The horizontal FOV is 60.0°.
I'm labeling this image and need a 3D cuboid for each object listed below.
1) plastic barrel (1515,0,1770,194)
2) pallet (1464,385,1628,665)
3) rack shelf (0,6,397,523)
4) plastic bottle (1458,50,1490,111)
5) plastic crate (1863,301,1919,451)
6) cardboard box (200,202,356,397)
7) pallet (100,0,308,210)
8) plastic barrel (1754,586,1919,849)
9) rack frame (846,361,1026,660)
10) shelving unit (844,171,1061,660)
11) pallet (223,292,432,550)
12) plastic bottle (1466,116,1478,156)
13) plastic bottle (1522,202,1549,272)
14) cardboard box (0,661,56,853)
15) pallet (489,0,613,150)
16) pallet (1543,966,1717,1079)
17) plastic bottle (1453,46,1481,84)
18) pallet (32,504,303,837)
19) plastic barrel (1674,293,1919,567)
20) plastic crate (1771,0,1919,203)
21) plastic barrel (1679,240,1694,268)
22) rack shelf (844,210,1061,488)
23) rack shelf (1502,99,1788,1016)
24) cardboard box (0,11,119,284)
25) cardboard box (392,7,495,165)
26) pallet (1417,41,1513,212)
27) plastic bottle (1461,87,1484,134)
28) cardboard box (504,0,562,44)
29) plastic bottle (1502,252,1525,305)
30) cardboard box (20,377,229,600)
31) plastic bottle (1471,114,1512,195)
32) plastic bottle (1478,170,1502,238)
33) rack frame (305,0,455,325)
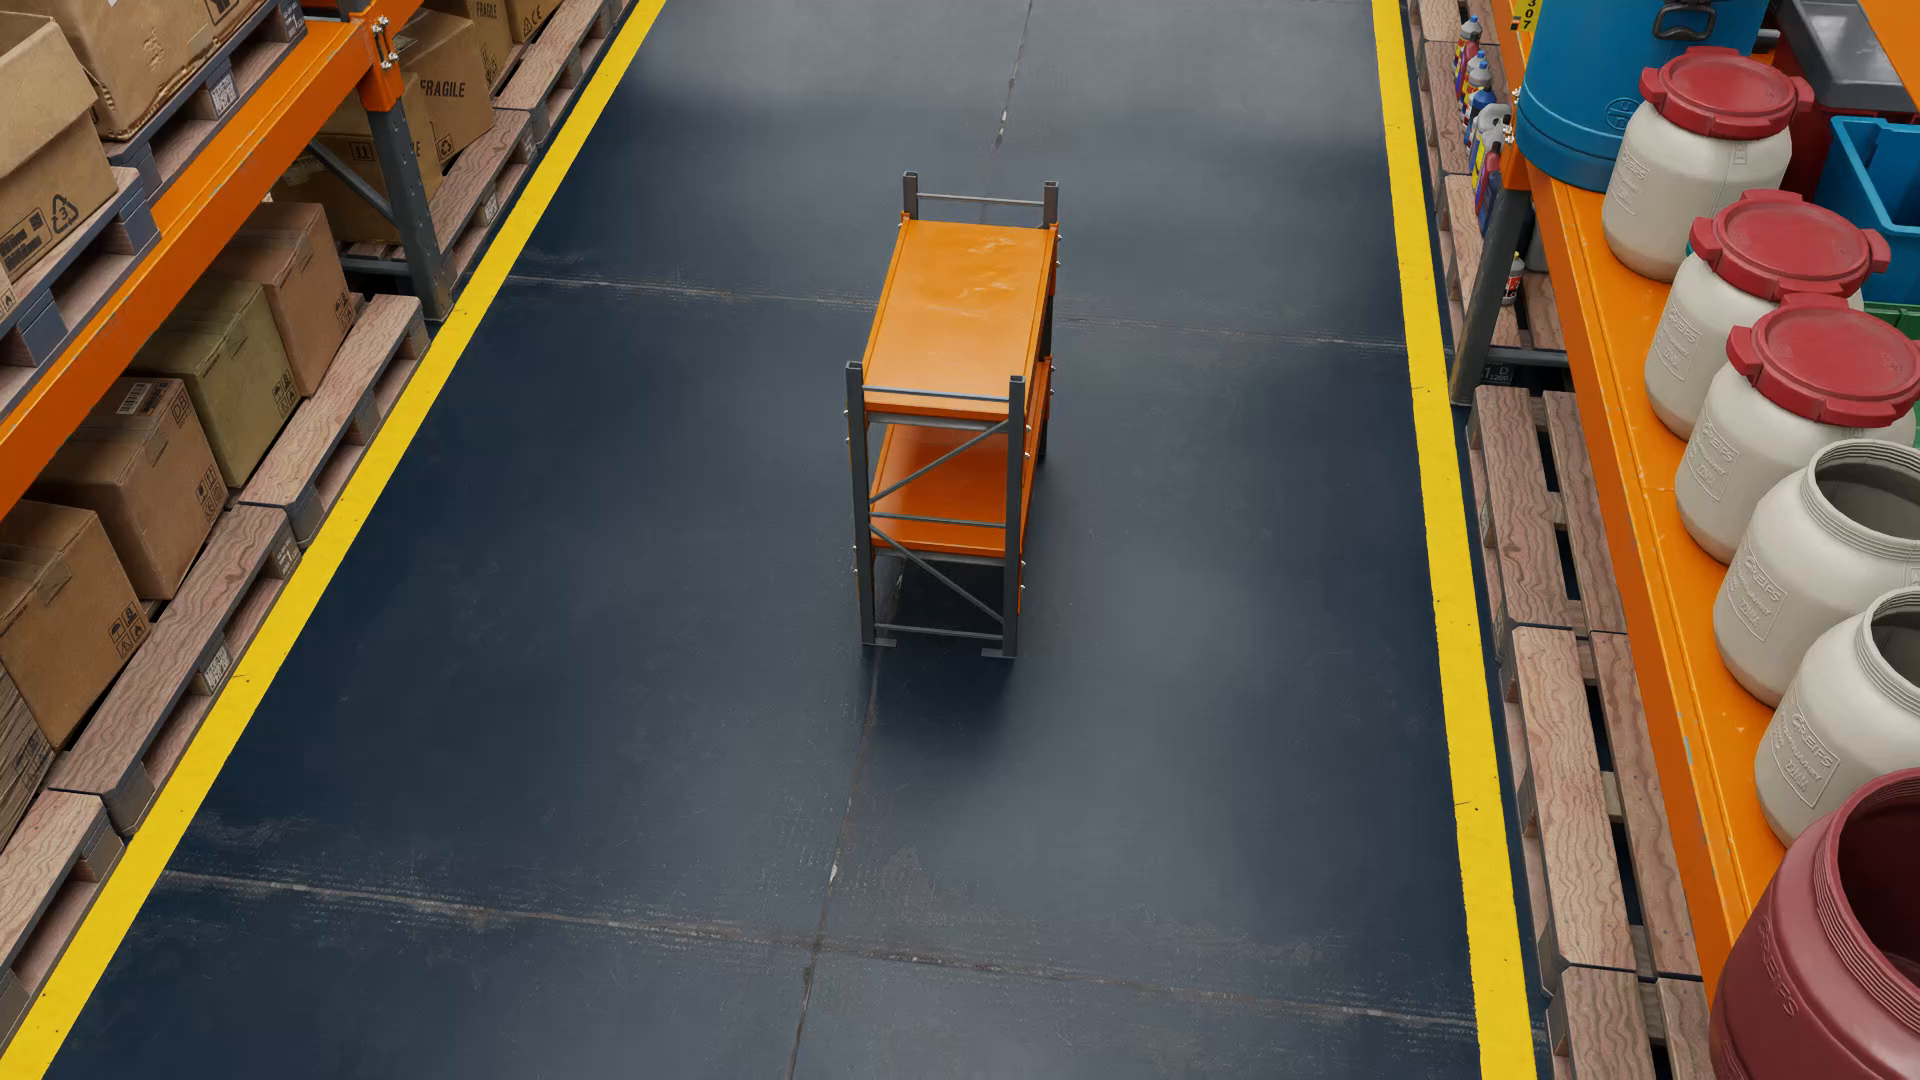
[{"bbox_3d":[2.003,-1.536,4.826,0.600,0.901,0.708,5,44,6],"label":"plastic barrel"},{"bbox_3d":[2.289,-0.038,5.637,1.003,0.211,1.213,5,44,6],"label":"pallet"},{"bbox_3d":[-2.819,-0.416,4.531,1.077,0.370,4.000,5,44,6],"label":"rack shelf"},{"bbox_3d":[2.290,-2.044,7.391,0.097,0.271,0.097,0,43,0],"label":"plastic bottle"},{"bbox_3d":[2.404,-0.300,4.039,0.450,0.188,0.662,5,44,6],"label":"plastic crate"},{"bbox_3d":[-2.657,-0.875,5.991,0.700,0.500,0.500,2,43,2],"label":"cardboard box"},{"bbox_3d":[-2.800,-1.463,5.253,1.003,0.211,1.213,5,44,6],"label":"pallet"},{"bbox_3d":[1.750,0.375,3.091,0.421,0.512,0.421,0,43,0],"label":"plastic barrel"},{"bbox_3d":[-0.068,-0.057,4.992,0.500,1.125,0.032,5,44,6],"label":"rack frame"},{"bbox_3d":[-0.001,-0.404,5.358,0.538,1.125,1.048,5,44,6],"label":"shelving unit"},{"bbox_3d":[-2.656,-0.497,6.121,1.003,0.211,1.213,5,44,6],"label":"pallet"},{"bbox_3d":[2.236,-1.743,7.124,0.097,0.201,0.097,0,43,0],"label":"plastic bottle"},{"bbox_3d":[2.297,-1.240,6.484,0.144,0.351,0.185,5,44,6],"label":"plastic bottle"},{"bbox_3d":[-2.954,0.596,4.436,0.700,0.500,0.500,2,43,2],"label":"cardboard box"},{"bbox_3d":[-2.342,-2.322,8.049,1.003,0.211,1.213,5,44,6],"label":"pallet"},{"bbox_3d":[1.967,1.625,3.881,1.003,0.211,1.213,5,44,6],"label":"pallet"},{"bbox_3d":[2.321,-2.181,7.588,0.097,0.201,0.097,0,43,0],"label":"plastic bottle"},{"bbox_3d":[-2.815,0.337,5.240,1.003,0.211,1.213,5,44,6],"label":"pallet"},{"bbox_3d":[1.857,-0.212,3.693,0.433,0.535,0.433,0,43,0],"label":"plastic barrel"},{"bbox_3d":[2.594,-1.255,4.847,0.402,0.464,0.583,5,44,6],"label":"plastic crate"},{"bbox_3d":[2.028,-0.651,4.357,0.301,0.262,0.301,0,43,0],"label":"plastic barrel"},{"bbox_3d":[-0.001,-0.616,5.157,0.538,0.278,1.000,5,44,6],"label":"rack shelf"},{"bbox_3d":[2.090,0.035,4.055,1.077,0.370,4.000,5,44,6],"label":"rack shelf"},{"bbox_3d":[-2.692,-1.040,4.286,0.797,0.503,0.637,9,44,10],"label":"cardboard box"},{"bbox_3d":[-2.394,-1.945,7.135,0.500,0.500,0.500,19,46,19],"label":"cardboard box"},{"bbox_3d":[2.644,-1.865,7.566,1.003,0.211,1.213,5,44,6],"label":"pallet"},{"bbox_3d":[2.263,-1.883,7.272,0.097,0.201,0.097,0,43,0],"label":"plastic bottle"},{"bbox_3d":[-2.272,-2.751,7.987,0.500,0.500,0.500,9,44,9],"label":"cardboard box"},{"bbox_3d":[2.094,-1.009,6.349,0.097,0.201,0.097,0,43,0],"label":"plastic bottle"},{"bbox_3d":[-2.813,-0.171,5.247,0.700,0.500,0.500,2,43,2],"label":"cardboard box"},{"bbox_3d":[2.222,-1.604,6.869,0.144,0.351,0.185,5,44,5],"label":"plastic bottle"},{"bbox_3d":[2.180,-1.383,6.636,0.144,0.351,0.185,3,44,3],"label":"plastic bottle"},{"bbox_3d":[-2.555,-2.040,5.723,1.000,3.000,0.127,5,44,6],"label":"rack frame"}]
